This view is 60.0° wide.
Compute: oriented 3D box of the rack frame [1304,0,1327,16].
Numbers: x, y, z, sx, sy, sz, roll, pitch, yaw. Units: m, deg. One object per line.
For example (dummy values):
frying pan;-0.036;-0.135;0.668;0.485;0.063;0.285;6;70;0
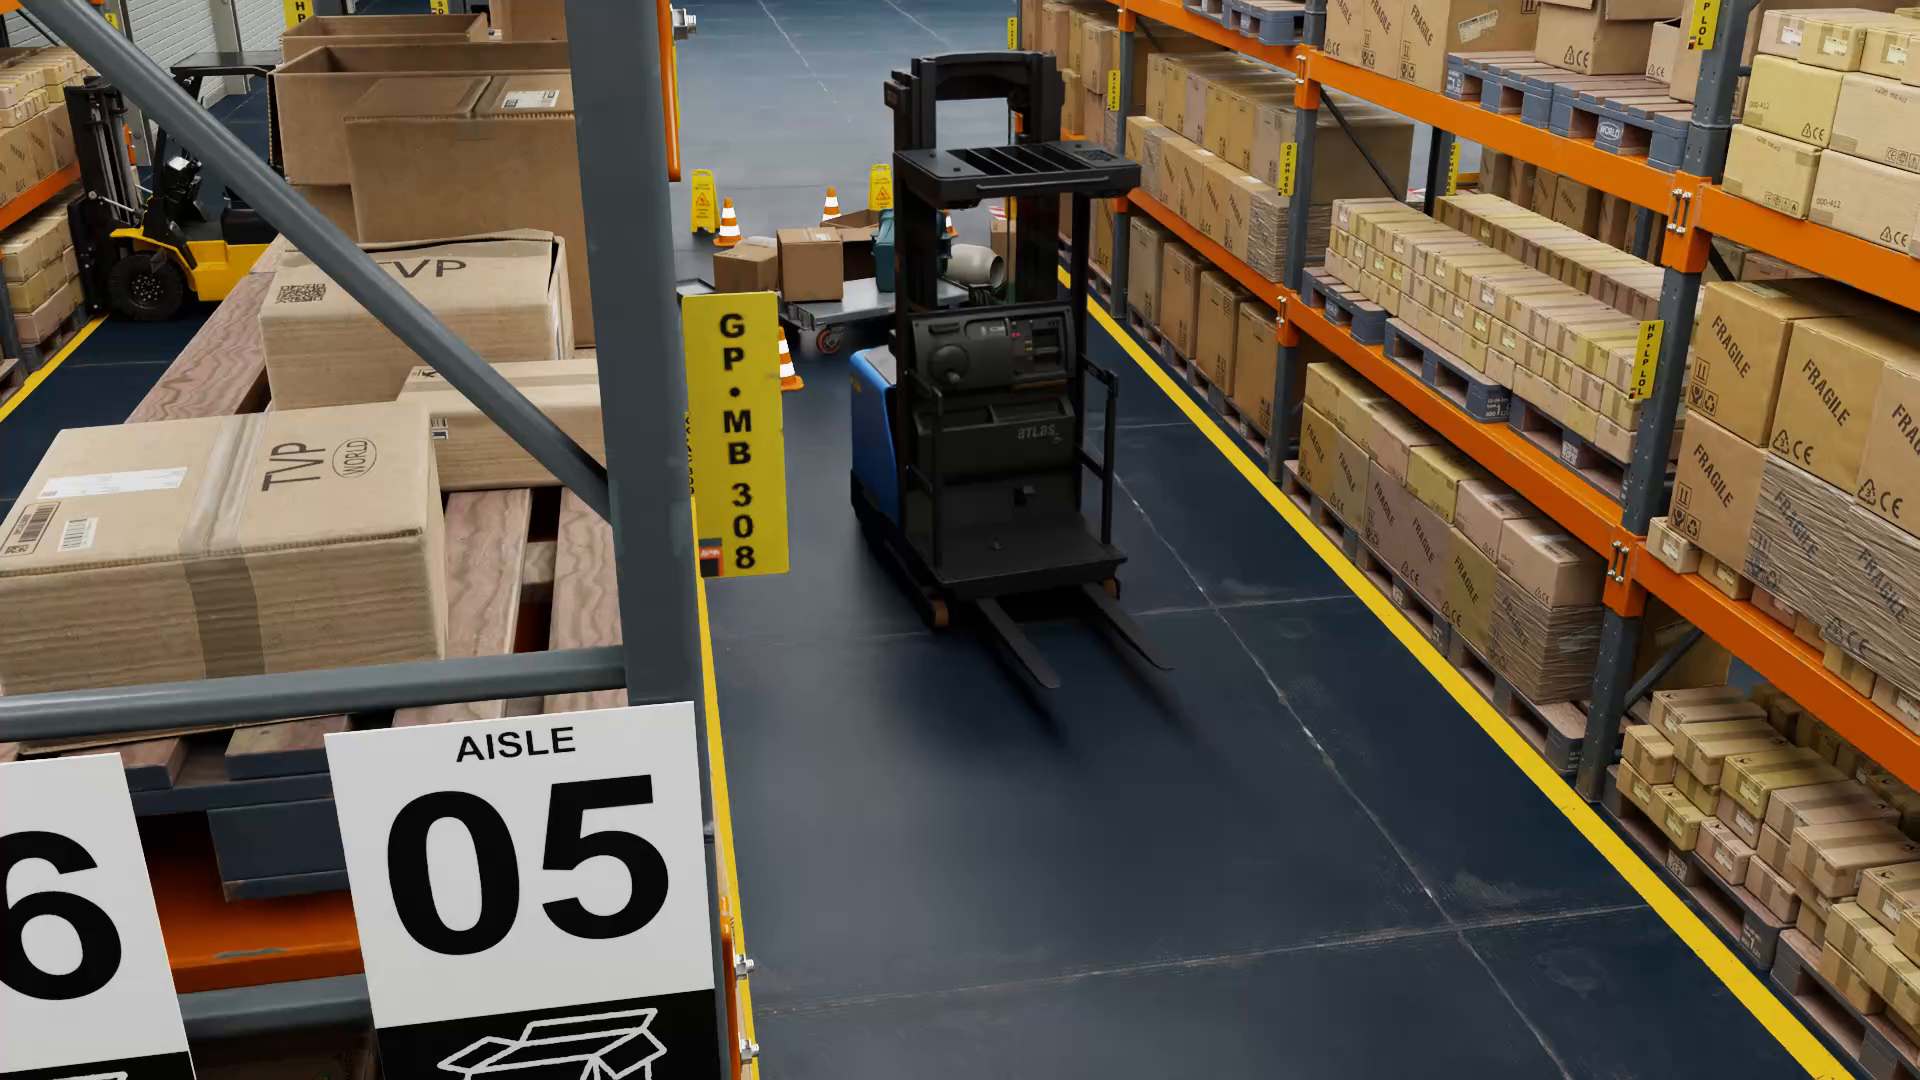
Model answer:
rack frame;2.577;-4.561;9.451;1.000;3.000;0.127;-4;24;-10

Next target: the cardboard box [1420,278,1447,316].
cardboard box;2.709;-1.314;8.929;0.380;0.149;0.250;-5;24;-10

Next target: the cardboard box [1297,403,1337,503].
cardboard box;2.457;-0.562;10.387;0.500;0.500;0.500;-5;24;-12

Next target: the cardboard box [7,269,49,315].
cardboard box;-7.672;-1.985;13.334;0.500;0.250;0.500;-4;24;-10

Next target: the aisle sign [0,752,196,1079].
aisle sign;-1.081;0.601;1.879;0.394;0.787;0.004;-4;24;-10

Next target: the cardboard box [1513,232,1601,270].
cardboard box;3.303;-1.601;9.214;0.380;0.149;0.250;-4;24;-10

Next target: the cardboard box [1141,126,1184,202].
cardboard box;1.765;-3.006;13.260;0.500;0.500;0.500;-4;24;-9

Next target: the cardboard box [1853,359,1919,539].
cardboard box;3.335;-0.280;5.398;0.500;0.500;0.500;-4;24;-9

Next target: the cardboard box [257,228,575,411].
cardboard box;-1.017;-0.424;3.187;0.500;0.311;0.500;-4;24;-9

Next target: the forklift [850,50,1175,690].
forklift;0.262;-1.035;8.958;1.130;2.935;3.031;-8;25;-17

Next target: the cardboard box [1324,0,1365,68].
cardboard box;2.421;-2.988;9.472;0.500;0.500;0.500;-4;24;-10

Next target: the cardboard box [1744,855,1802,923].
cardboard box;3.311;1.337;6.478;0.380;0.149;0.250;-5;24;-11

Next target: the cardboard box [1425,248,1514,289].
cardboard box;2.717;-1.449;8.866;0.380;0.149;0.250;-4;24;-8

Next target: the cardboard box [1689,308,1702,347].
cardboard box;3.594;-0.988;7.810;0.380;0.149;0.250;-4;24;-9

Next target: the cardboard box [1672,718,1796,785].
cardboard box;3.170;0.866;6.813;0.380;0.149;0.250;-3;24;-7

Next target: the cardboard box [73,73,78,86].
cardboard box;-8.187;-4.108;14.973;0.380;0.149;0.250;-4;24;-10

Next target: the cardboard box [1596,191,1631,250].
cardboard box;6.583;-3.145;16.301;0.500;0.500;0.500;3;24;7

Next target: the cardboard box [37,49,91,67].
cardboard box;-8.276;-4.443;15.369;0.380;0.149;0.250;-4;24;-10

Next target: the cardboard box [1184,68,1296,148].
cardboard box;2.125;-3.294;12.669;0.700;0.500;0.500;-4;24;-9

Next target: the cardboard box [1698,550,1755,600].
cardboard box;3.169;0.108;6.569;0.380;0.149;0.250;-4;24;-8

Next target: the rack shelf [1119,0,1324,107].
rack shelf;2.207;-3.644;11.996;1.077;0.370;4.000;-4;24;-10

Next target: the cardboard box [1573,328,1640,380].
cardboard box;3.000;-0.838;7.466;0.380;0.149;0.250;-5;24;-11

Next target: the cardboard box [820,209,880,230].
cardboard box;-0.935;-2.905;16.273;0.637;0.503;0.797;18;29;36

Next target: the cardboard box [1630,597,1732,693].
cardboard box;3.441;0.404;8.176;0.500;0.500;0.500;-3;24;-8

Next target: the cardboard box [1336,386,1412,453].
cardboard box;2.561;-0.714;9.799;0.500;0.250;0.500;-5;24;-10

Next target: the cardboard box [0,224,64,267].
cardboard box;-7.751;-2.417;13.697;0.500;0.250;0.500;-4;24;-10

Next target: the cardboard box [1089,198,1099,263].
cardboard box;1.620;-3.211;15.985;0.875;0.875;0.875;-4;24;-9

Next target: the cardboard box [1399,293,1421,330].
cardboard box;2.664;-1.276;9.214;0.380;0.149;0.250;-4;24;-8

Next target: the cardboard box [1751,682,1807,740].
cardboard box;3.639;0.723;7.140;0.380;0.149;0.250;-4;24;-8

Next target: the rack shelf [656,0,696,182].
rack shelf;-1.159;-1.282;3.341;1.077;0.370;4.000;-4;24;-10

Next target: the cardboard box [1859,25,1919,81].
cardboard box;3.252;-1.620;5.529;0.380;0.149;0.250;-5;24;-10

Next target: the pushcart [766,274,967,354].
pushcart;-0.777;-1.966;14.280;1.648;0.377;0.936;-13;27;-28

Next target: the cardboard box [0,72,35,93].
cardboard box;-8.033;-3.835;13.976;0.380;0.149;0.250;-4;24;-10

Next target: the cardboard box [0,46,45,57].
cardboard box;-8.773;-4.515;15.534;0.380;0.149;0.250;-5;24;-11

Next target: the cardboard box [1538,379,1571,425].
cardboard box;2.956;-0.658;7.798;0.380;0.149;0.250;-4;24;-10

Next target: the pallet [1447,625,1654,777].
pallet;3.172;0.733;8.308;1.003;0.211;1.213;-4;24;-10

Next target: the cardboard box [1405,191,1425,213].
cardboard box;2.760;-2.055;11.081;0.500;0.500;0.500;-4;24;-9

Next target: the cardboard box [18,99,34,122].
cardboard box;-7.831;-3.506;13.595;0.380;0.149;0.250;-5;24;-10

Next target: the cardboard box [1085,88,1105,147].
cardboard box;1.634;-3.813;15.046;0.875;0.550;0.550;-4;24;-10

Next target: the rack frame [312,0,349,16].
rack frame;-1.529;-2.582;4.918;1.000;3.000;0.127;-4;24;-10

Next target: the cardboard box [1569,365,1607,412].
cardboard box;2.999;-0.698;7.518;0.380;0.149;0.250;-4;24;-9

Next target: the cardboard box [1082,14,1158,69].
cardboard box;1.623;-4.527;15.331;0.875;0.550;0.550;-4;24;-10

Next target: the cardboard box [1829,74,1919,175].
cardboard box;3.258;-1.370;5.455;0.500;0.250;0.500;-4;24;-10

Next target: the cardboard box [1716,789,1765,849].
cardboard box;3.285;1.091;6.669;0.380;0.149;0.250;-4;24;-10

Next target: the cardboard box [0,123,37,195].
cardboard box;-7.824;-3.054;13.370;0.500;0.500;0.500;-4;24;-9

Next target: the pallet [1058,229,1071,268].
pallet;1.545;-2.893;16.611;1.003;0.211;1.213;-4;24;-10

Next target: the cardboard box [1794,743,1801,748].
cardboard box;3.750;0.945;7.005;0.380;0.149;0.250;-5;24;-12

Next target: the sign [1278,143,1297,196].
sign;2.032;-2.300;10.323;0.100;0.325;0.005;-4;24;-10

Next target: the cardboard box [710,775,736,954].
cardboard box;-0.701;0.824;3.241;0.500;0.500;0.500;-5;24;-11

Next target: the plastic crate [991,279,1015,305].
plastic crate;0.518;-2.095;14.740;0.450;0.188;0.662;17;27;13

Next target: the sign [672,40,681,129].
sign;-0.984;-1.522;5.495;0.100;0.325;0.005;-4;24;-10

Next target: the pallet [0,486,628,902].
pallet;-0.937;0.116;2.600;1.003;0.211;1.213;-4;24;-10

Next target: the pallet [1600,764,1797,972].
pallet;3.476;1.301;7.008;1.003;0.211;1.213;-4;24;-10

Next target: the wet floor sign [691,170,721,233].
wet floor sign;-2.732;-3.628;17.750;0.267;0.644;0.232;4;24;9

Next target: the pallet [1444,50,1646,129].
pallet;3.113;-2.186;7.994;1.213;0.211;1.003;-4;24;-10
